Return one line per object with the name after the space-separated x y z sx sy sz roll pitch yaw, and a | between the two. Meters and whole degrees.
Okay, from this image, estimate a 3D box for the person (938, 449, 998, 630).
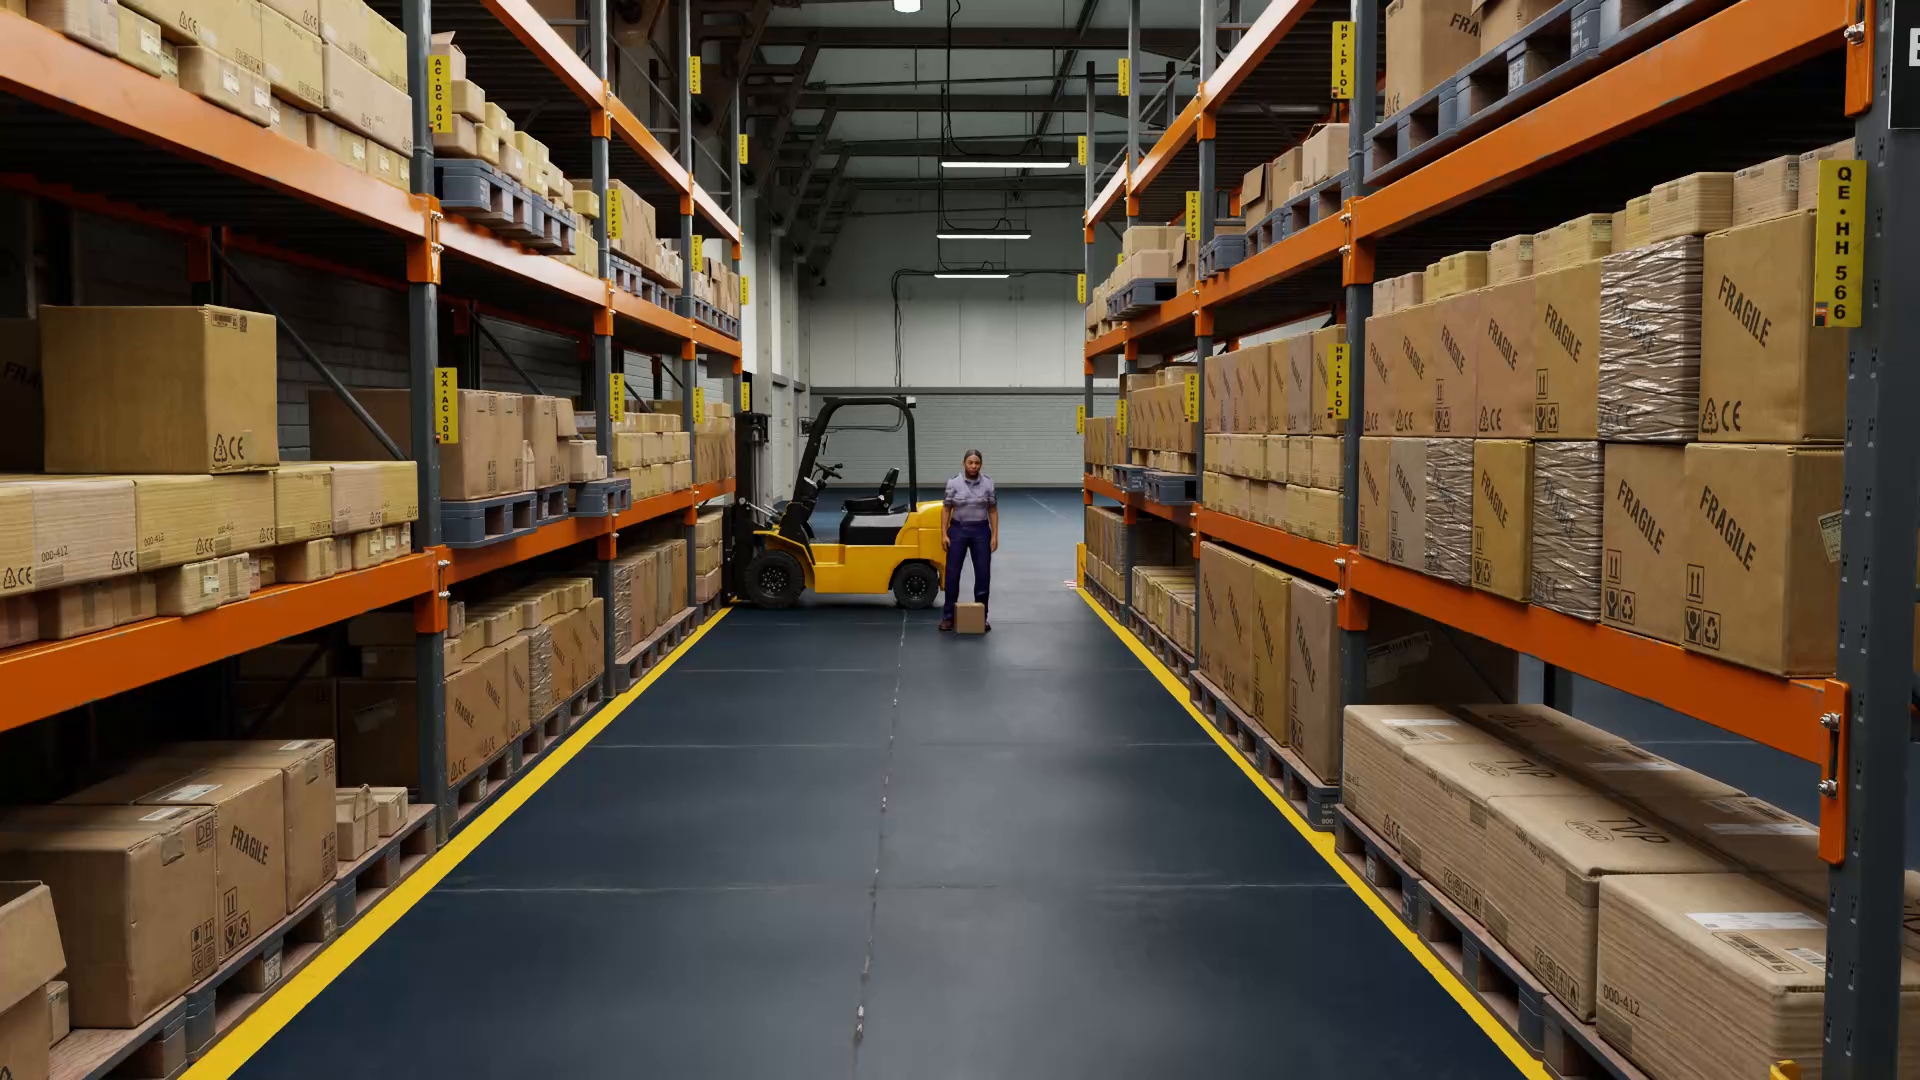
0.074 -0.003 15.211 0.562 1.636 0.372 0 4 -5 | person
